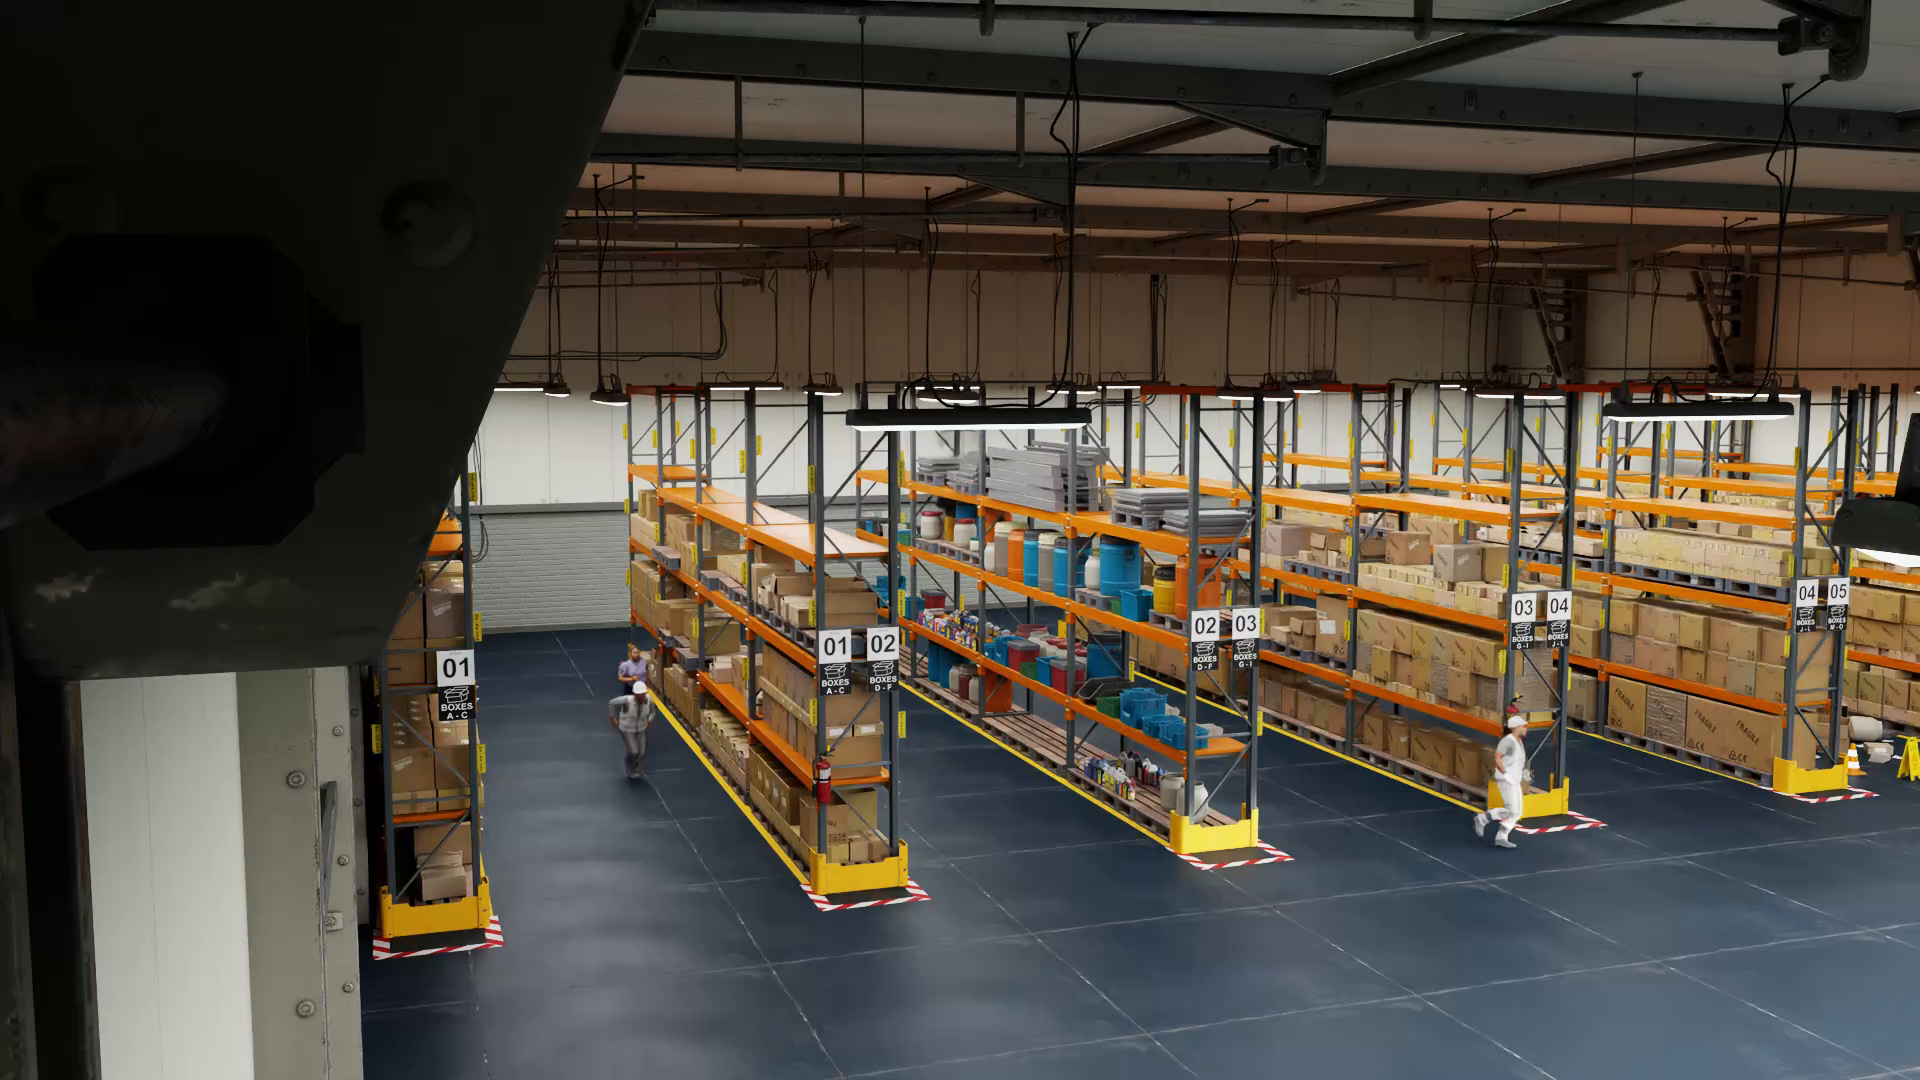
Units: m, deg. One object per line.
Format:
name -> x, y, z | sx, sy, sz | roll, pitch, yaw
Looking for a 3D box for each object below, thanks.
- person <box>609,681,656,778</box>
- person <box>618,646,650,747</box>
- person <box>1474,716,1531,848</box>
person -> -5.004, 2.914, 25.433 | 0.684, 1.599, 0.856 | -3, 7, -30
person -> -5.494, 2.594, 28.073 | 0.598, 1.652, 0.933 | -3, 7, -25
person -> 7.286, 3.196, 22.250 | 0.631, 1.686, 0.724 | 4, 7, 36
